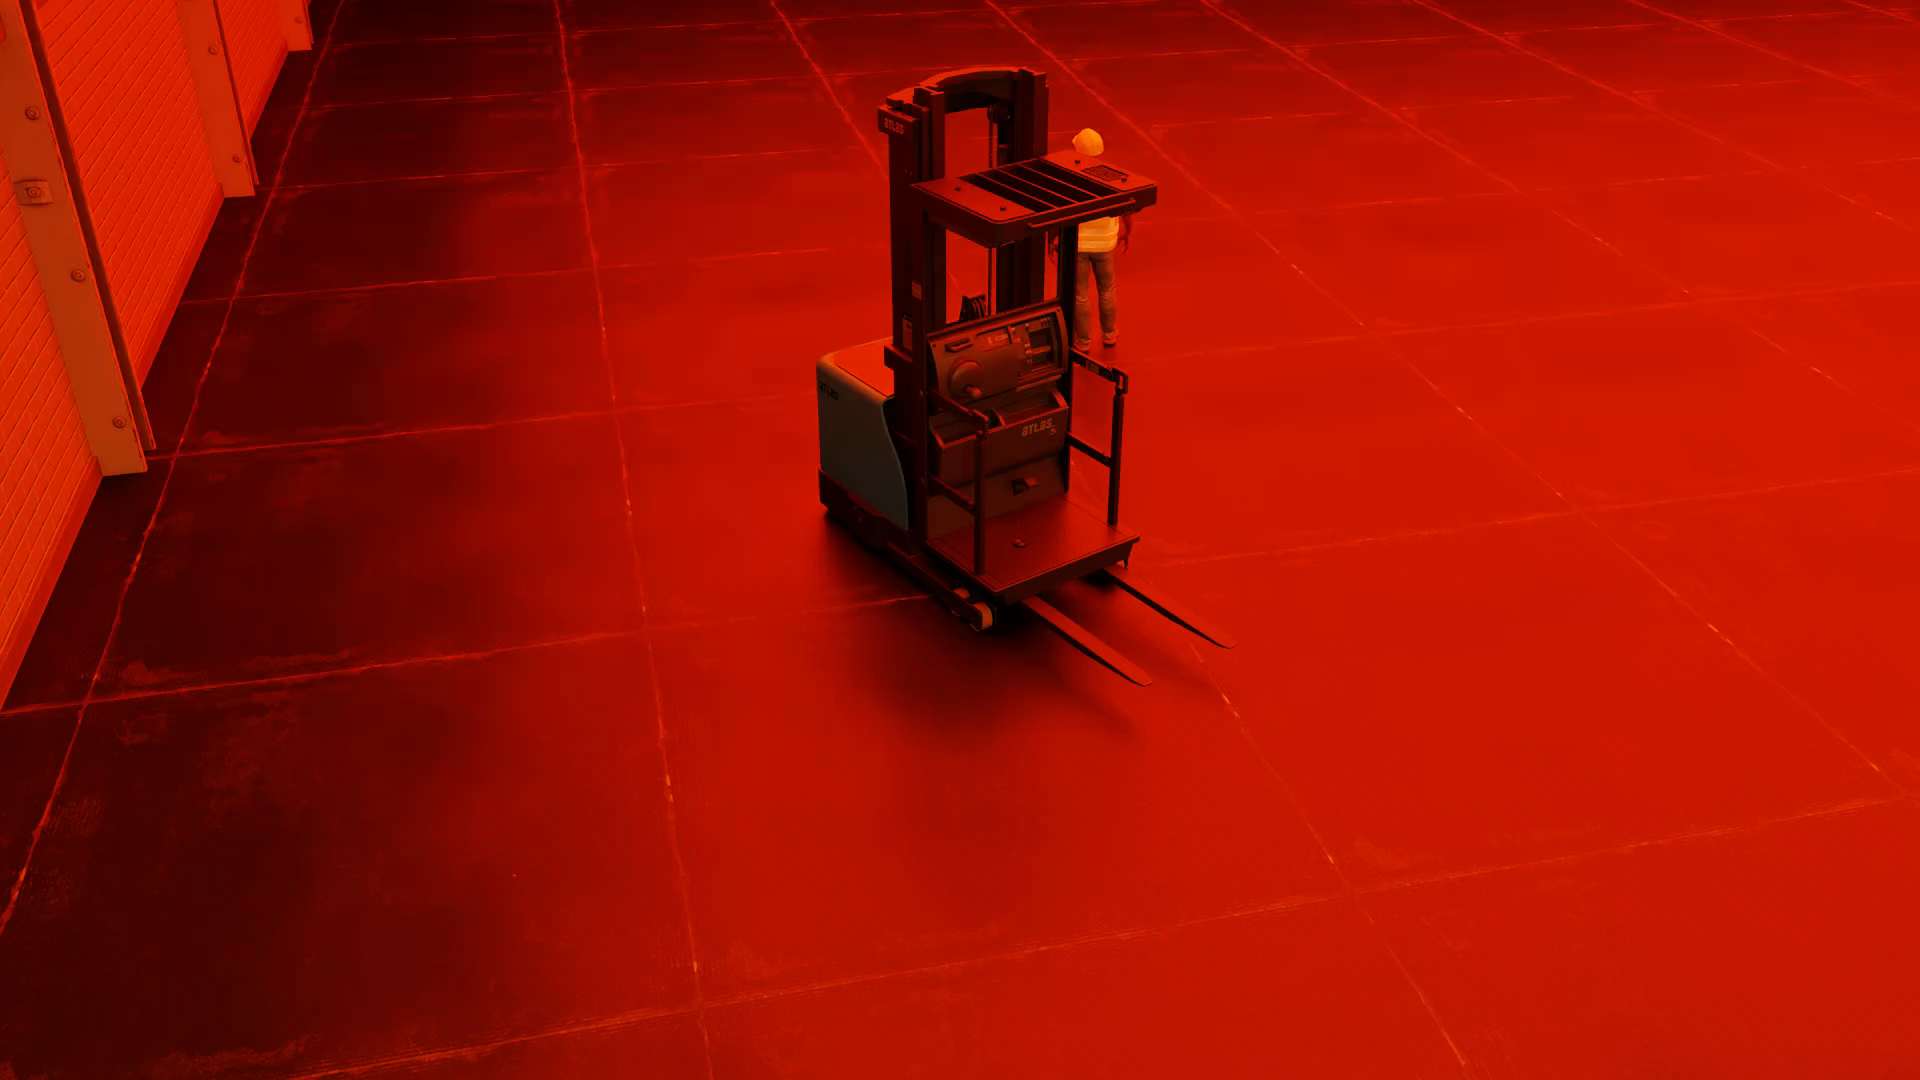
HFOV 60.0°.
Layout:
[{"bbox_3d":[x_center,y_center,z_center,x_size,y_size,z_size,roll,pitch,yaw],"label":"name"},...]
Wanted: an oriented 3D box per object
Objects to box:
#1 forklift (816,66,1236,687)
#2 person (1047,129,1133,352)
[{"bbox_3d":[0.355,-1.021,9.338,1.130,2.935,3.031,-20,35,-30],"label":"forklift"},{"bbox_3d":[0.975,-2.300,12.696,0.666,1.765,0.577,-4,30,-7],"label":"person"}]
